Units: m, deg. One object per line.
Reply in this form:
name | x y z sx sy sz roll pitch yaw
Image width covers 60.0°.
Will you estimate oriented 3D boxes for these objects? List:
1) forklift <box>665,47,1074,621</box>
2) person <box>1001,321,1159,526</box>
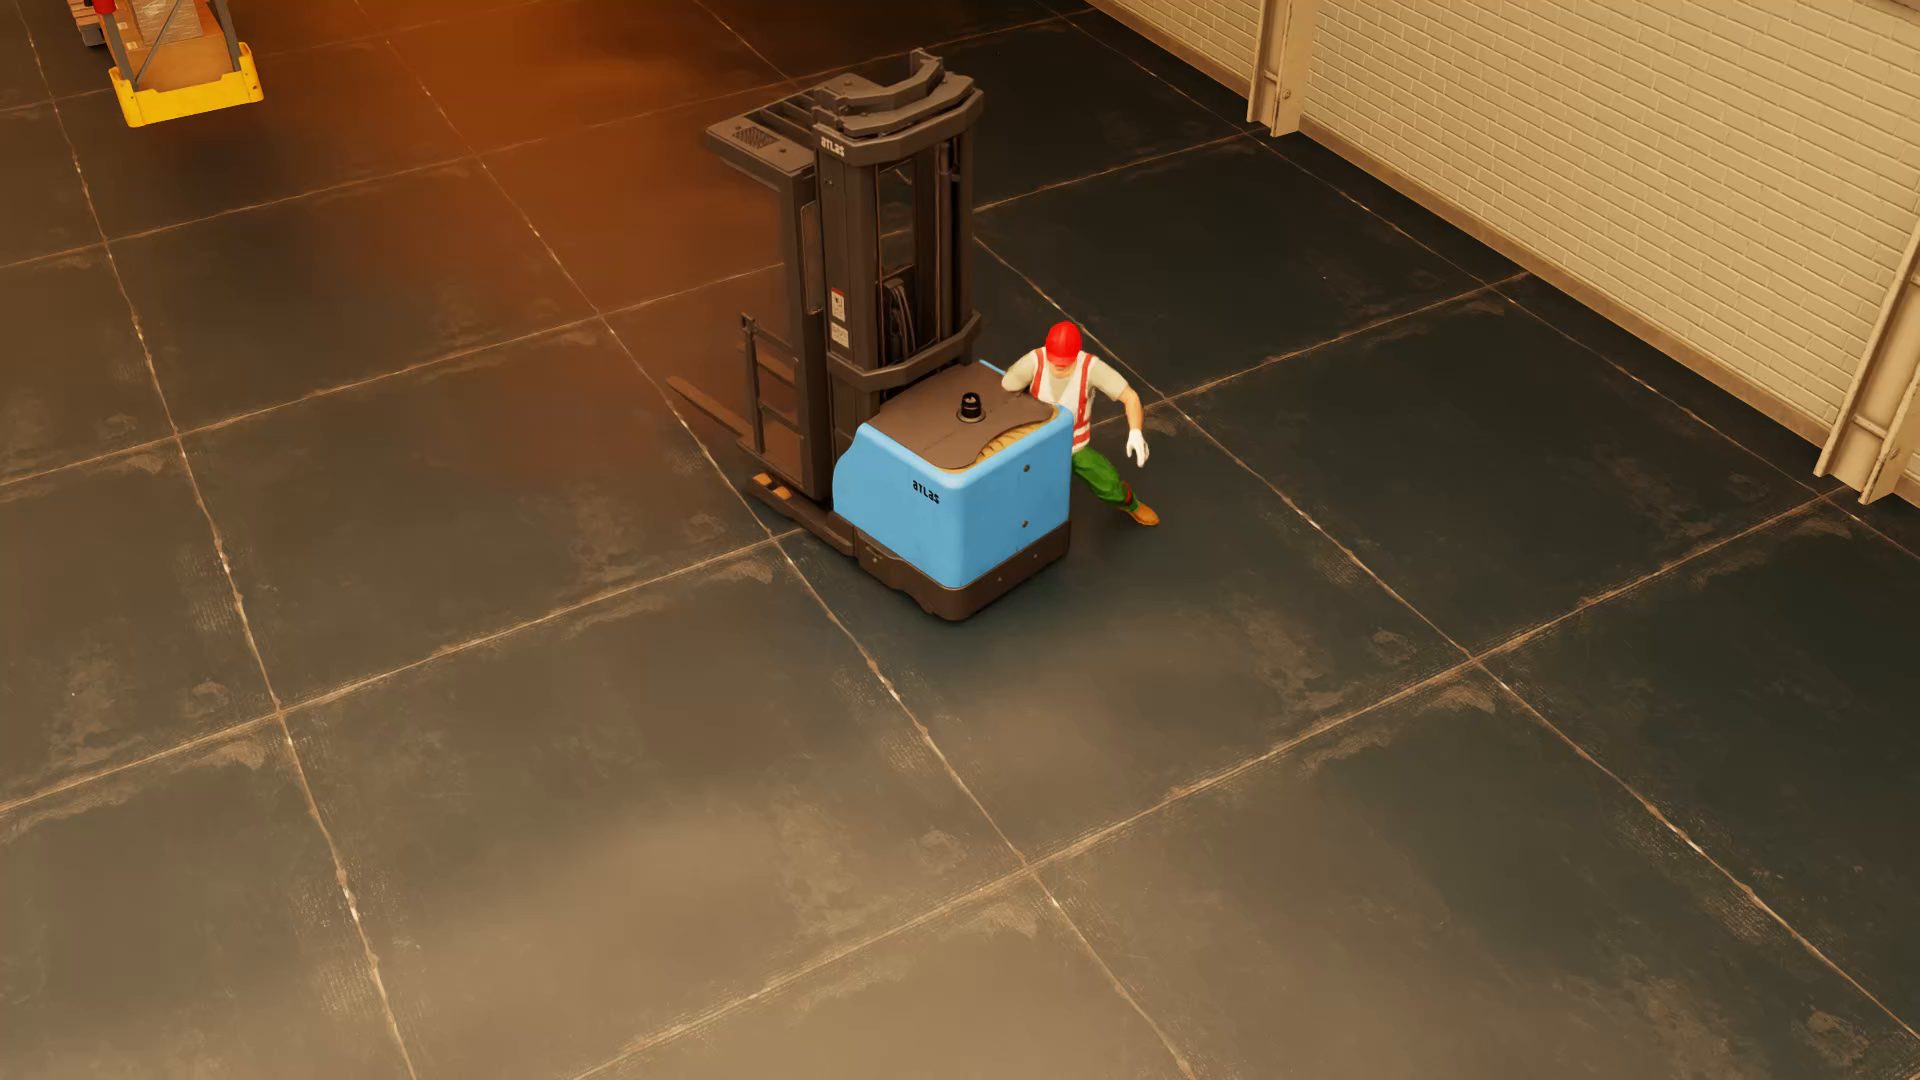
forklift | -0.713 -1.502 9.847 1.130 2.935 3.031 -32 49 -32
person | 0.627 -0.546 9.759 1.158 1.591 1.004 5 40 6
